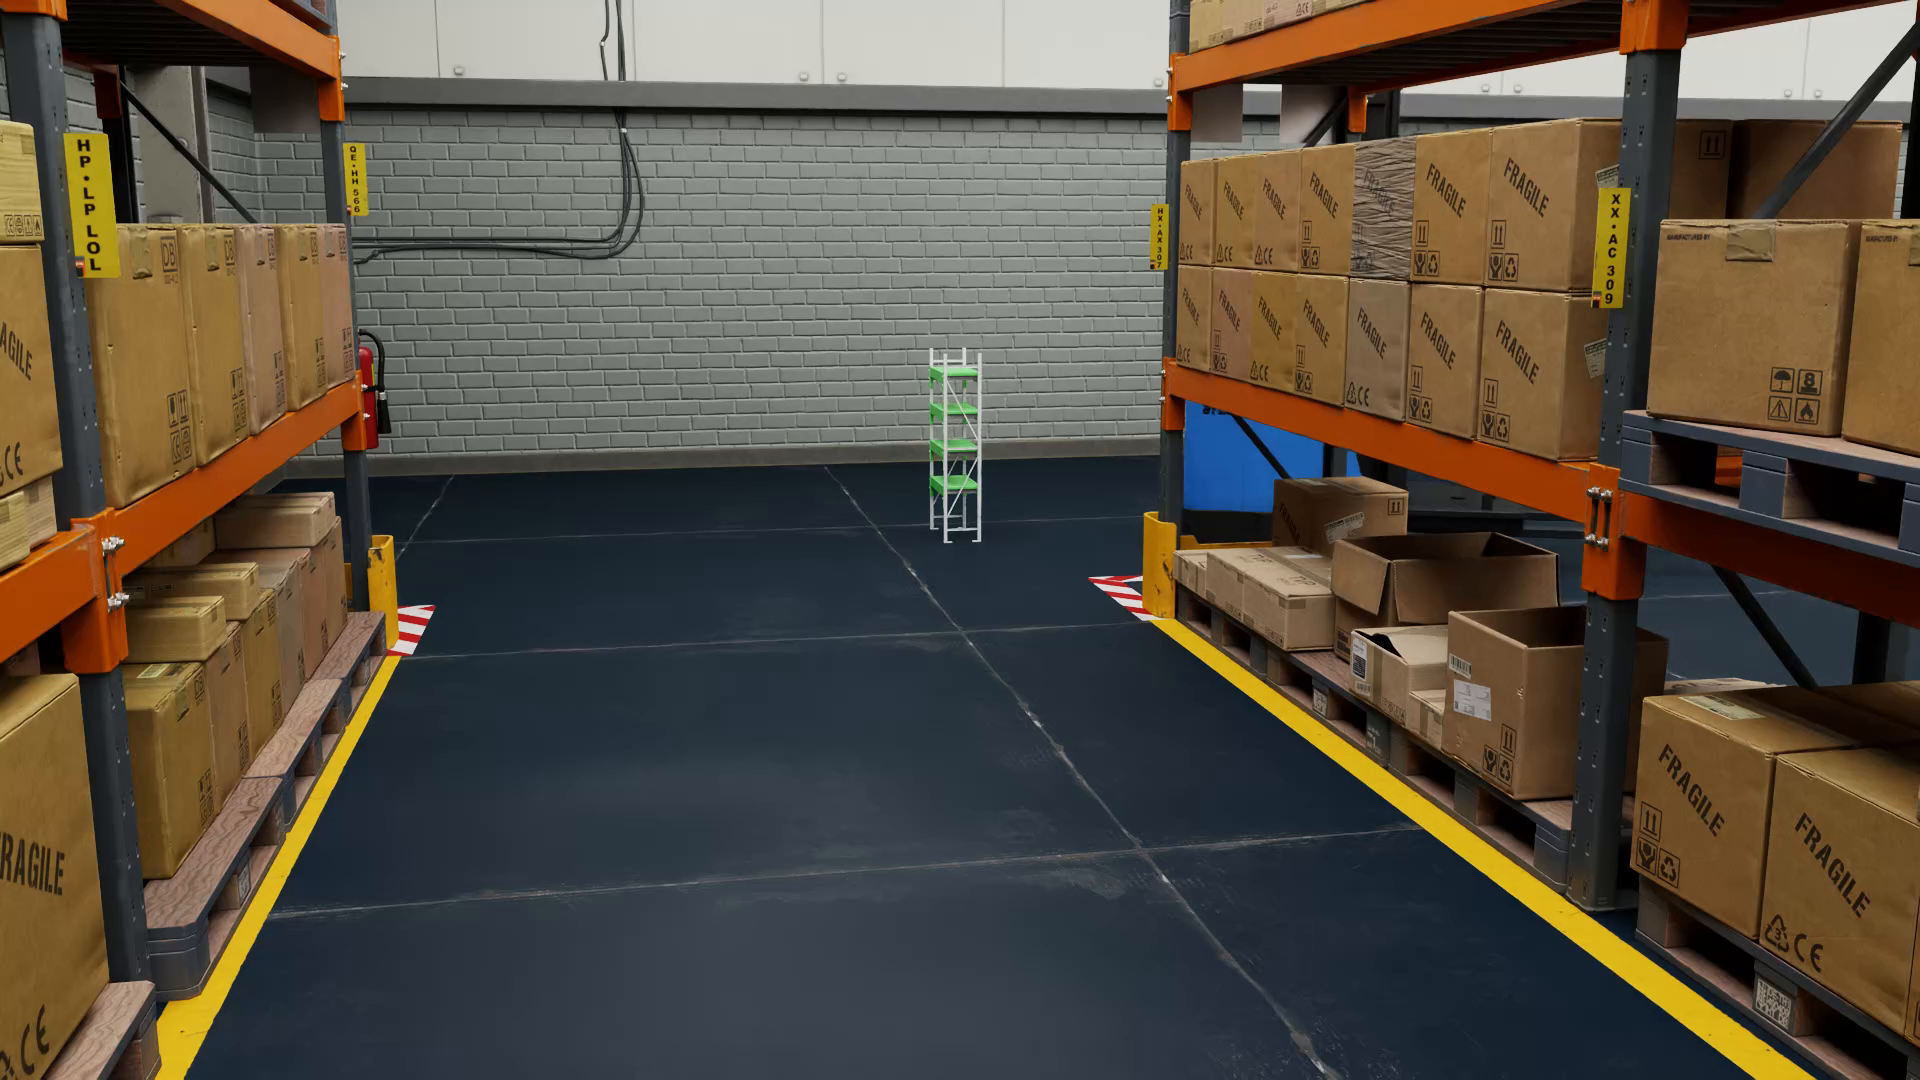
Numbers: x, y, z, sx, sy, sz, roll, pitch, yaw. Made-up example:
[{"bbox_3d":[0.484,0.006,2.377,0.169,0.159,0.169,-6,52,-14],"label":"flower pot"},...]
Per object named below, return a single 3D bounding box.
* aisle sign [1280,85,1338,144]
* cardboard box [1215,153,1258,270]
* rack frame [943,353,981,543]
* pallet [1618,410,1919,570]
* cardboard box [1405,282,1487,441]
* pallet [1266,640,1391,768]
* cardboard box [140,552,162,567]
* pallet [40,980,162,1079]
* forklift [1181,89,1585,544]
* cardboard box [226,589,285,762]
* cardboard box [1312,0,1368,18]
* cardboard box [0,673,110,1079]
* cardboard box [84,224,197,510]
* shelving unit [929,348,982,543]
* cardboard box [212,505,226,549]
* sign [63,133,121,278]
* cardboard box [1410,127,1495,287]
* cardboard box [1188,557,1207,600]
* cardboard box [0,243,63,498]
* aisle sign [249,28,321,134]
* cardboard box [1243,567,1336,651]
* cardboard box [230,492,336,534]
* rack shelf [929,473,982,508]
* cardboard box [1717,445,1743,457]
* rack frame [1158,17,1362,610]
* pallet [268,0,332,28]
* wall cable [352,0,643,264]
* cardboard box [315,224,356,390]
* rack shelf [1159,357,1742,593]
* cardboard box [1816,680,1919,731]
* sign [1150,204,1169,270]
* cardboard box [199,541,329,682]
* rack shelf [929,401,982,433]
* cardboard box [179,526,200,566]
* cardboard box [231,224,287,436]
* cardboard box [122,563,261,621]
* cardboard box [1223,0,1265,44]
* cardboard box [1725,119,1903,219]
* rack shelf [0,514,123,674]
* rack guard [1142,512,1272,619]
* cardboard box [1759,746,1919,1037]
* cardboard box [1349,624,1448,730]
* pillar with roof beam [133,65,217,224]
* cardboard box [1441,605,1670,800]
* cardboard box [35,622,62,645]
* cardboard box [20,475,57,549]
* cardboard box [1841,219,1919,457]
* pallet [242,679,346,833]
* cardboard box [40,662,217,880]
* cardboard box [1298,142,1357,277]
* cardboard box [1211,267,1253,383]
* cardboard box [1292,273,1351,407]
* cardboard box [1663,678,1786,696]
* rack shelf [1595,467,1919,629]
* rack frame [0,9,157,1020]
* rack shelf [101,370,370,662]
[{"bbox_3d":[1.835,-2.433,8.504,0.394,0.787,0.004,-2,11,-11],"label":"aisle sign"},{"bbox_3d":[1.484,-1.486,7.539,0.500,0.500,0.500,-2,11,-10],"label":"cardboard box"},{"bbox_3d":[0.015,-0.575,10.509,0.240,1.200,0.015,-2,11,-11],"label":"rack frame"},{"bbox_3d":[2.374,-0.154,3.995,1.003,0.211,1.213,-2,11,-11],"label":"pallet"},{"bbox_3d":[1.875,-0.625,5.688,0.500,0.500,0.500,-2,11,-9],"label":"cardboard box"},{"bbox_3d":[1.952,0.621,6.869,1.003,0.211,1.213,-2,11,-11],"label":"pallet"},{"bbox_3d":[-3.000,0.140,5.768,0.380,0.149,0.250,-2,11,-12],"label":"cardboard box"},{"bbox_3d":[-2.309,1.291,3.350,1.003,0.211,1.213,-2,11,-11],"label":"pallet"},{"bbox_3d":[2.900,-1.361,10.007,3.031,2.935,1.130,2,11,10],"label":"forklift"},{"bbox_3d":[-2.770,0.477,5.732,0.700,0.500,0.500,-2,11,-10],"label":"cardboard box"},{"bbox_3d":[1.685,-2.153,6.366,0.500,0.250,0.500,-2,11,-11],"label":"cardboard box"},{"bbox_3d":[-2.279,0.747,3.378,0.750,0.750,0.750,-2,11,-10],"label":"cardboard box"},{"bbox_3d":[-2.622,-0.465,4.316,0.980,0.700,0.700,-2,11,-10],"label":"cardboard box"},{"bbox_3d":[-0.032,-0.620,10.744,0.258,1.200,0.503,-2,11,-11],"label":"shelving unit"},{"bbox_3d":[-3.198,-0.046,6.745,0.380,0.149,0.250,-2,11,-11],"label":"cardboard box"},{"bbox_3d":[-2.002,-0.769,3.830,0.100,0.325,0.005,-2,11,-11],"label":"sign"},{"bbox_3d":[1.871,-1.116,5.596,0.500,0.500,0.500,-2,11,-12],"label":"cardboard box"},{"bbox_3d":[1.340,0.179,8.136,0.380,0.166,0.250,-2,11,-11],"label":"cardboard box"},{"bbox_3d":[-2.196,-0.347,3.382,0.500,0.500,0.500,-2,11,-12],"label":"cardboard box"},{"bbox_3d":[-3.031,-2.253,7.556,0.394,0.787,0.004,-2,11,-11],"label":"aisle sign"},{"bbox_3d":[1.570,0.296,7.297,0.500,0.250,0.500,-2,11,-11],"label":"cardboard box"},{"bbox_3d":[-2.873,-0.107,7.062,0.380,0.149,0.250,-2,11,-12],"label":"cardboard box"},{"bbox_3d":[-0.032,-0.321,10.801,0.258,0.148,0.480,-2,11,-11],"label":"rack shelf"},{"bbox_3d":[2.494,-0.551,5.302,0.500,0.500,0.500,-2,11,-10],"label":"cardboard box"},{"bbox_3d":[1.547,-1.132,8.622,1.000,3.000,0.127,-2,11,-11],"label":"rack frame"},{"bbox_3d":[-3.156,-2.246,6.687,1.003,0.211,1.213,-2,11,-11],"label":"pallet"},{"bbox_3d":[-4.060,-3.423,12.920,3.097,2.526,0.112,-2,11,-11],"label":"wall cable"},{"bbox_3d":[-3.202,-1.006,7.155,0.980,0.700,0.700,-2,11,-8],"label":"cardboard box"},{"bbox_3d":[1.936,-0.412,6.763,1.077,0.370,4.000,-2,11,-11],"label":"rack shelf"},{"bbox_3d":[2.703,0.693,4.540,0.500,0.500,0.500,-2,11,-11],"label":"cardboard box"},{"bbox_3d":[1.015,-1.538,8.438,0.100,0.325,0.005,-2,11,-11],"label":"sign"},{"bbox_3d":[-2.979,0.287,6.729,0.700,0.500,0.500,-2,11,-11],"label":"cardboard box"},{"bbox_3d":[-0.032,-0.793,10.711,0.258,0.148,0.480,-2,11,-11],"label":"rack shelf"},{"bbox_3d":[-3.099,0.046,6.259,0.380,0.149,0.250,-2,11,-10],"label":"cardboard box"},{"bbox_3d":[-2.910,-0.732,5.719,0.980,0.700,0.700,-3,11,-14],"label":"cardboard box"},{"bbox_3d":[-2.567,0.179,5.560,0.380,0.149,0.250,-2,11,-13],"label":"cardboard box"},{"bbox_3d":[1.483,-2.336,7.328,0.500,0.250,0.500,-2,11,-11],"label":"cardboard box"},{"bbox_3d":[2.510,-1.035,5.173,0.500,0.500,0.500,-2,11,-10],"label":"cardboard box"},{"bbox_3d":[-2.144,0.502,1.958,1.077,0.370,4.000,-2,11,-11],"label":"rack shelf"},{"bbox_3d":[1.562,0.110,8.783,1.175,0.500,0.348,-2,11,-11],"label":"rack guard"},{"bbox_3d":[2.295,0.808,3.936,0.500,0.500,0.500,-2,11,-10],"label":"cardboard box"},{"bbox_3d":[1.791,0.474,6.196,0.500,0.311,0.500,-2,11,-11],"label":"cardboard box"},{"bbox_3d":[-0.462,-4.519,10.370,9.100,9.000,0.400,-2,11,-11],"label":"pillar with roof beam"},{"bbox_3d":[1.936,0.519,5.455,0.500,0.500,0.500,-2,11,-11],"label":"cardboard box"},{"bbox_3d":[-2.901,0.233,5.276,0.380,0.149,0.250,-2,11,-13],"label":"cardboard box"},{"bbox_3d":[-2.189,-0.052,3.568,0.380,0.149,0.250,-2,11,-10],"label":"cardboard box"},{"bbox_3d":[2.394,-0.435,3.570,0.700,0.500,0.500,0,11,-2],"label":"cardboard box"},{"bbox_3d":[-2.845,0.786,6.004,1.003,0.211,1.213,-2,11,-11],"label":"pallet"},{"bbox_3d":[-2.578,0.663,4.753,0.700,0.500,0.500,-2,11,-10],"label":"cardboard box"},{"bbox_3d":[1.676,-1.301,6.567,0.500,0.500,0.500,-2,11,-12],"label":"cardboard box"},{"bbox_3d":[1.481,-0.996,7.639,0.500,0.500,0.500,-2,11,-12],"label":"cardboard box"},{"bbox_3d":[1.671,-0.812,6.673,0.500,0.500,0.500,-2,11,-10],"label":"cardboard box"},{"bbox_3d":[2.456,0.621,5.424,0.500,0.311,0.500,-2,11,-11],"label":"cardboard box"},{"bbox_3d":[2.714,0.322,2.908,1.077,0.370,4.000,-2,11,-11],"label":"rack shelf"},{"bbox_3d":[-2.533,-0.218,3.818,1.000,3.000,0.127,-2,11,-11],"label":"rack frame"},{"bbox_3d":[-2.922,-0.231,5.812,1.077,0.370,4.000,-2,11,-11],"label":"rack shelf"}]
